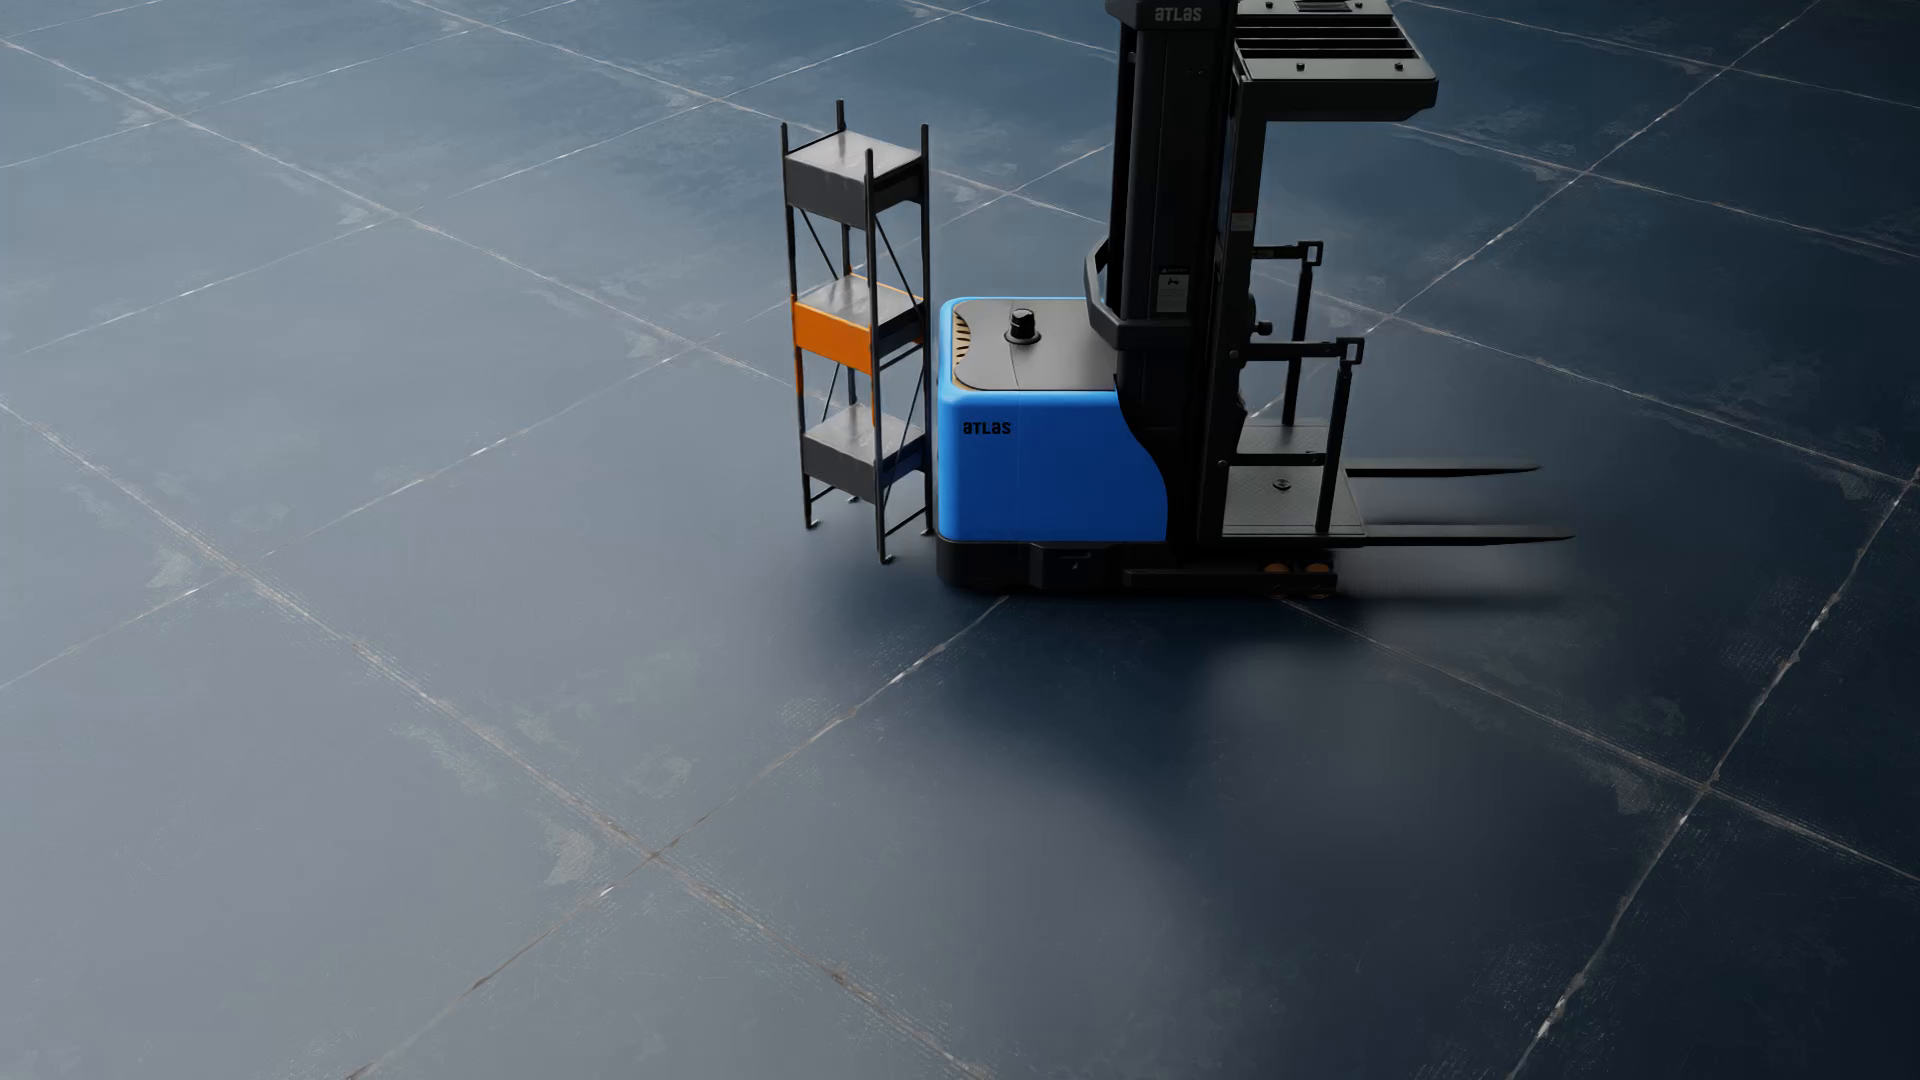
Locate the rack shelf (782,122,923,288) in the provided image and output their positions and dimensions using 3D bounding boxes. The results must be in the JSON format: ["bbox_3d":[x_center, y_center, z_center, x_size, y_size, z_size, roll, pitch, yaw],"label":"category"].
[{"bbox_3d":[-0.456,-1.487,7.348,0.480,0.518,0.431,24,41,31],"label":"rack shelf"}]

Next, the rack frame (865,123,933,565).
[{"bbox_3d":[-0.265,-0.836,7.612,0.015,2.100,0.400,24,41,31],"label":"rack frame"}]

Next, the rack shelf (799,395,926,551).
[{"bbox_3d":[-0.456,-0.333,8.141,0.480,0.518,0.431,24,41,31],"label":"rack shelf"}]

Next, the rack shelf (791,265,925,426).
[{"bbox_3d":[-0.456,-0.910,7.745,0.480,0.518,0.431,24,41,31],"label":"rack shelf"}]

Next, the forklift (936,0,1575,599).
[{"bbox_3d":[1.405,-1.233,7.457,3.031,2.935,1.130,0,34,0],"label":"forklift"}]

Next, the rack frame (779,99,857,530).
[{"bbox_3d":[-0.648,-1.007,7.862,0.015,2.100,0.400,24,41,31],"label":"rack frame"}]

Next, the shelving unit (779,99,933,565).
[{"bbox_3d":[-0.456,-0.921,7.737,0.503,2.100,0.431,24,41,31],"label":"shelving unit"}]
